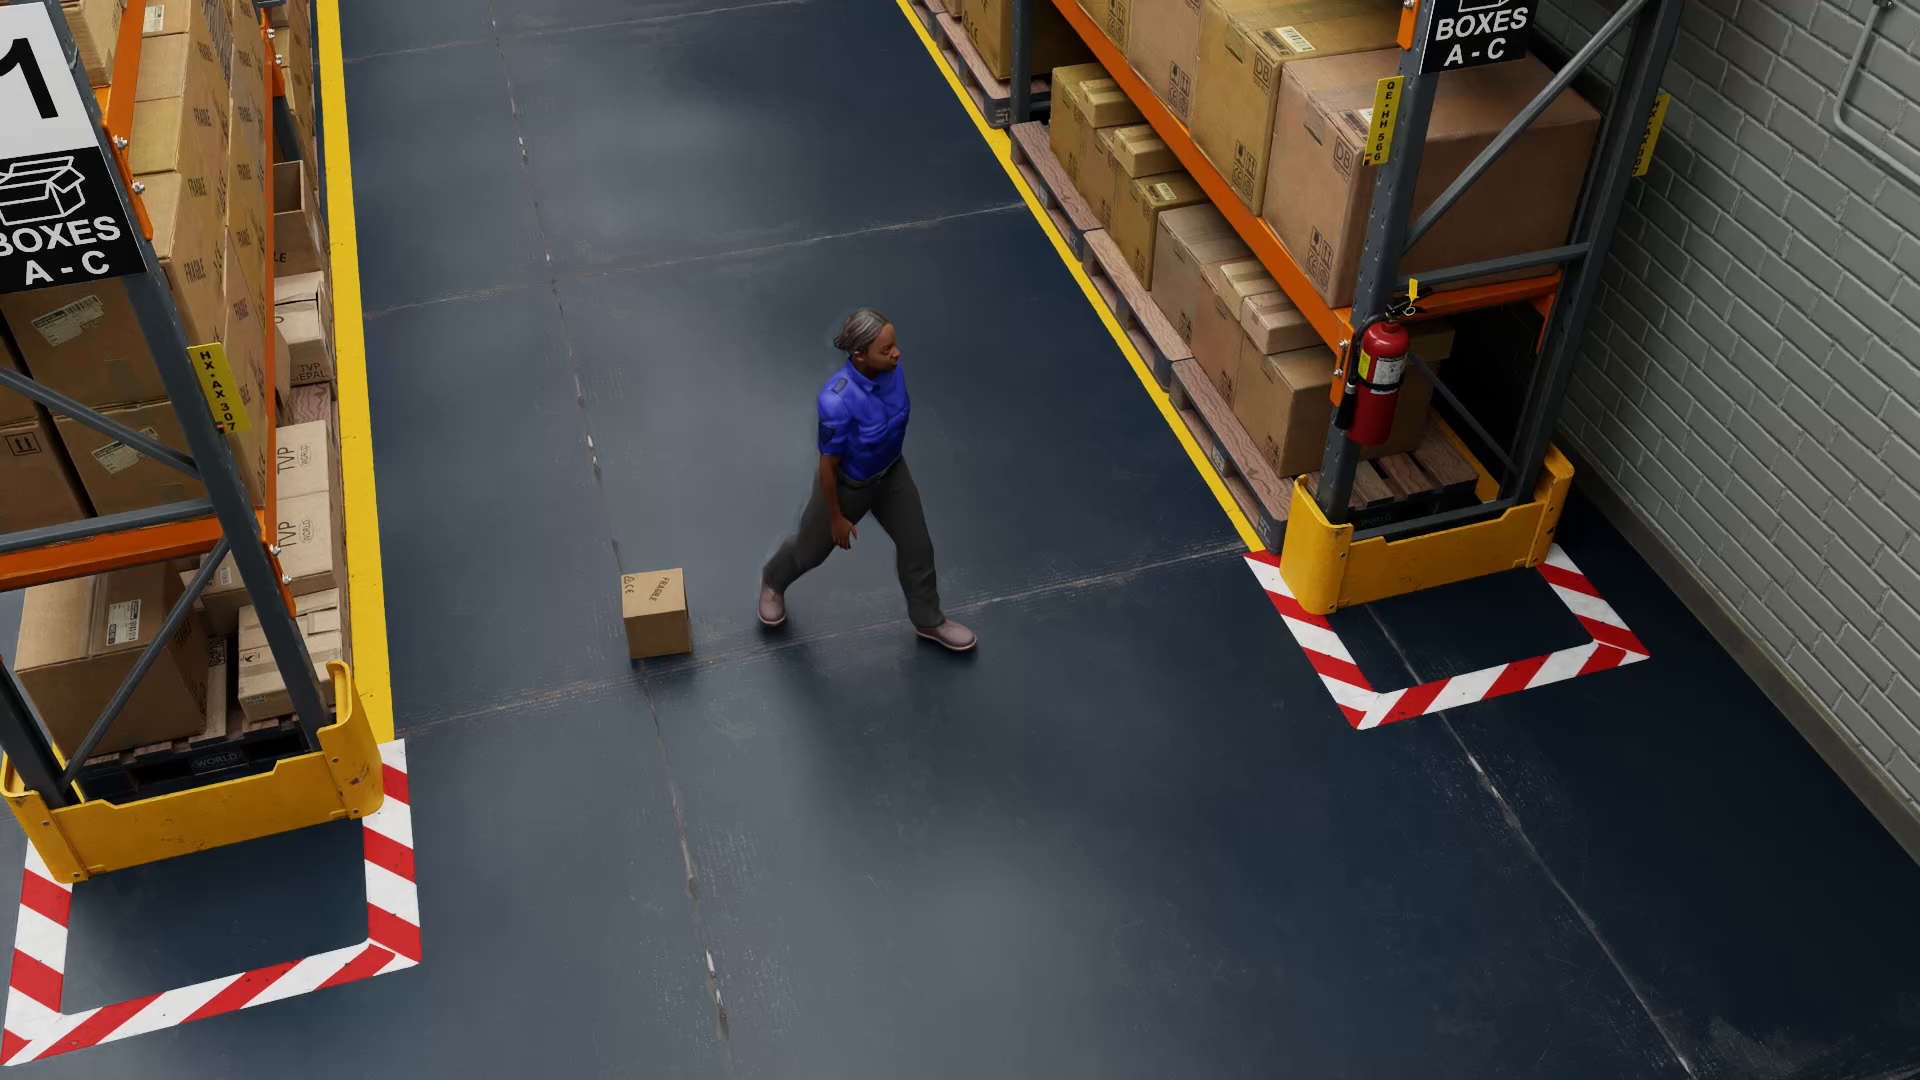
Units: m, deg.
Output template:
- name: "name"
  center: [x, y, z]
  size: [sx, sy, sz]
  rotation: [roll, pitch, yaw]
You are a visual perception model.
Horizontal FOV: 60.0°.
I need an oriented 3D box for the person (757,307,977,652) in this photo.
- name: "person"
  center: [-0.425, -0.219, 6.404]
  size: [0.918, 1.624, 0.544]
  rotation: [30, 50, 29]
